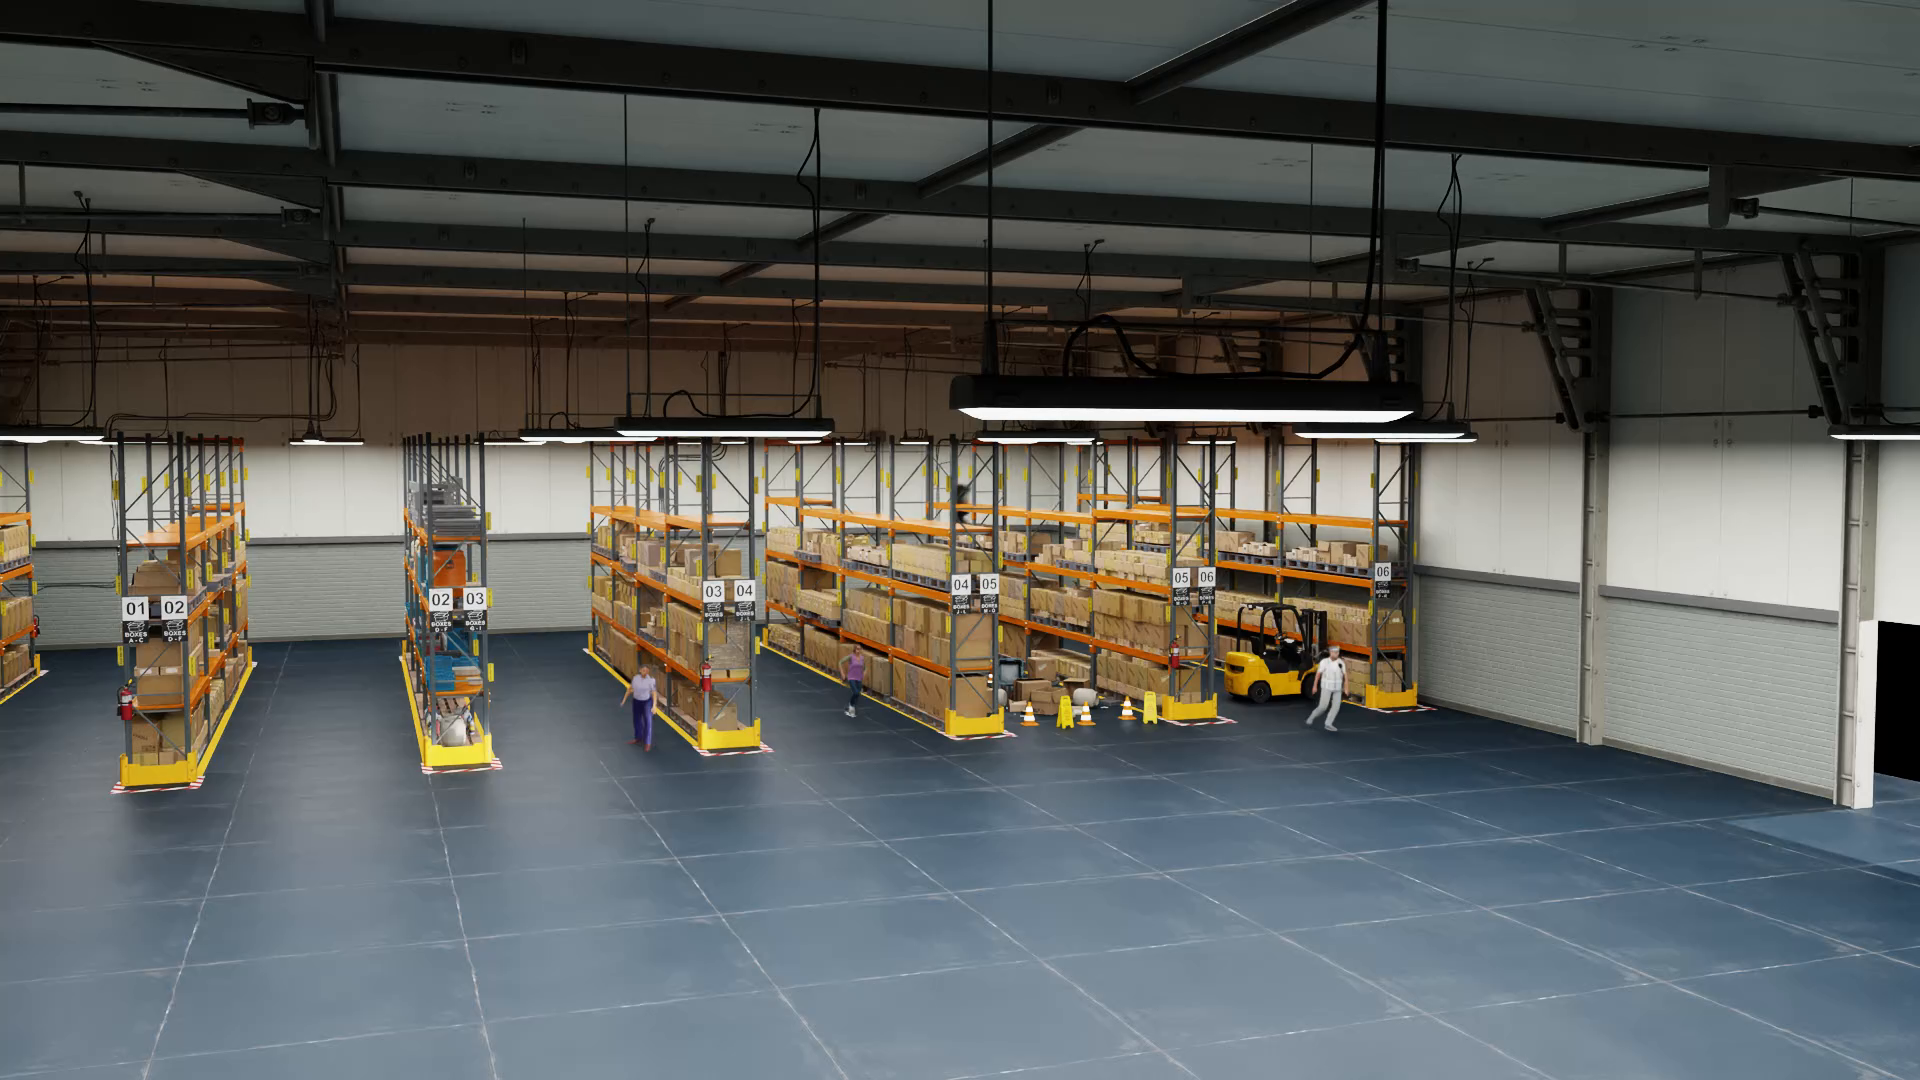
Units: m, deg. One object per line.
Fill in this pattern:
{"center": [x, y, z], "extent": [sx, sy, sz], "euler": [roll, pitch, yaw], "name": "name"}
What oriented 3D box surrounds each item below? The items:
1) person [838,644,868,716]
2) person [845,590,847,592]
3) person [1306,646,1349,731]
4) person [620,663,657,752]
{"center": [-2.255, 2.977, 35.316], "extent": [0.623, 1.557, 0.599], "euler": [-2, 4, -31], "name": "person"}
{"center": [-3.273, 2.240, 47.540], "extent": [0.656, 1.676, 0.695], "euler": [-2, 4, -38], "name": "person"}
{"center": [7.437, 2.988, 33.686], "extent": [0.781, 1.733, 0.590], "euler": [-1, 3, -11], "name": "person"}
{"center": [-6.121, 3.158, 31.706], "extent": [0.699, 1.620, 0.771], "euler": [1, 3, 11], "name": "person"}
